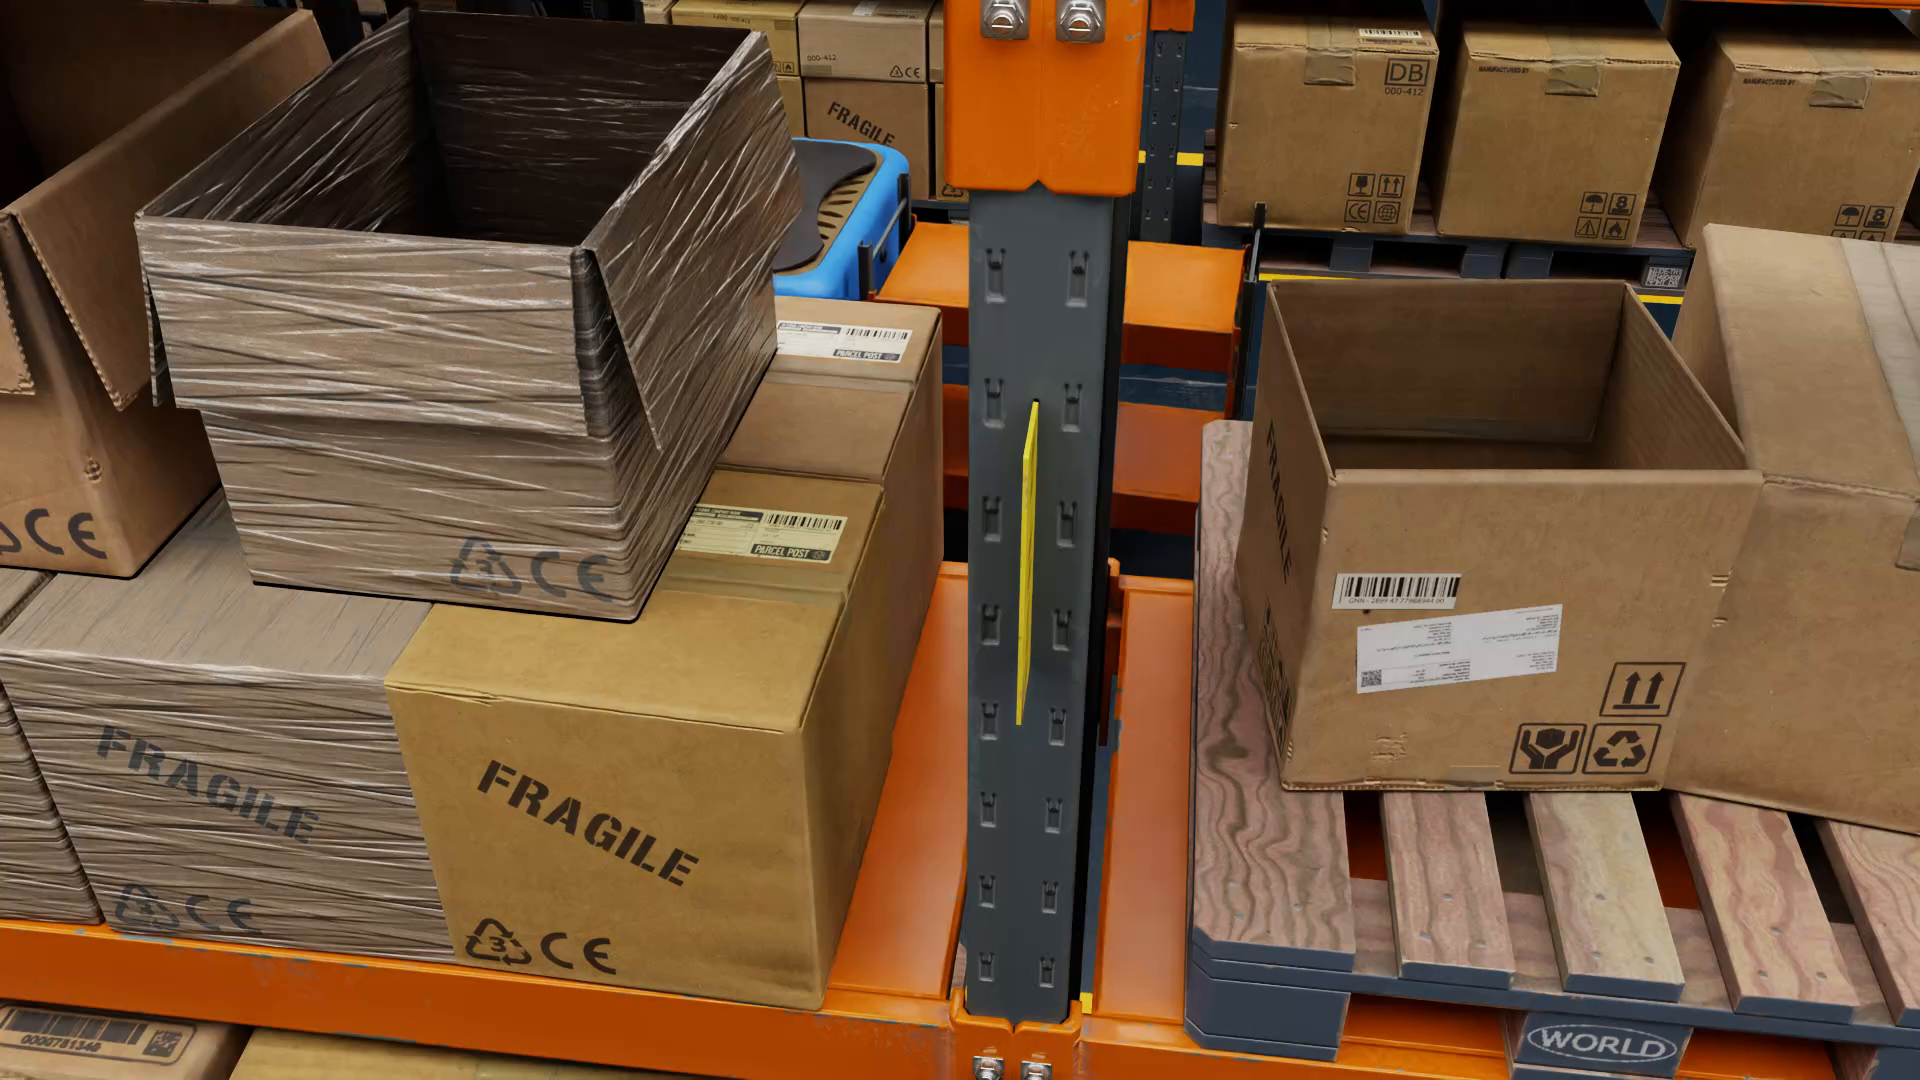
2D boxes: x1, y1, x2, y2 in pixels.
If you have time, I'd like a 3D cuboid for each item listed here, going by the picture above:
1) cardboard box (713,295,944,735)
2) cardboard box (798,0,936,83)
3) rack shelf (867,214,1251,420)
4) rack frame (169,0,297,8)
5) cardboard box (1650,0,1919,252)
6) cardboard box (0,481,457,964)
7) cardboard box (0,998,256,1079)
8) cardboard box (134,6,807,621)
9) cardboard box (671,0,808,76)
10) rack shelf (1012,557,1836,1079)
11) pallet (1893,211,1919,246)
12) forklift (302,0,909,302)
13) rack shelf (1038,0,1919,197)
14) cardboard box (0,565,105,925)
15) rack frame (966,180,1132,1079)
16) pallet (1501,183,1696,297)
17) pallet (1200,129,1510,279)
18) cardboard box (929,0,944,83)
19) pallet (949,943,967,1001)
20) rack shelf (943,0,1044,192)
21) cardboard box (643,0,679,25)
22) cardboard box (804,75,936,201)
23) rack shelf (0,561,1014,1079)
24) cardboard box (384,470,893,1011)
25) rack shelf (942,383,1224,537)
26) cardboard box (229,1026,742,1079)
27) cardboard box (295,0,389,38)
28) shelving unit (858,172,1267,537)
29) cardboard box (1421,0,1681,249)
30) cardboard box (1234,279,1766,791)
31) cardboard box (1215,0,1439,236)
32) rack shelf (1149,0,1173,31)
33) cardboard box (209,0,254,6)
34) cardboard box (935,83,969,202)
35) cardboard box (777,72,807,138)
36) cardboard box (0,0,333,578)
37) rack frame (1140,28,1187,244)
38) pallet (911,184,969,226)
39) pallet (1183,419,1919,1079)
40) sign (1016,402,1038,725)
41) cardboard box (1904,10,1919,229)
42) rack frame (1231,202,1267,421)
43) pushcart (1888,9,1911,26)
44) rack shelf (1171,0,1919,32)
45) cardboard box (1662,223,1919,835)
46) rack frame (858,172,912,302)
[{"bbox_3d":[-0.314,-0.054,2.657,0.500,0.500,0.500,5,36,7],"label":"cardboard box"},{"bbox_3d":[-0.349,-2.060,6.699,0.500,0.250,0.500,5,36,7],"label":"cardboard box"},{"bbox_3d":[0.291,-0.639,4.673,1.000,0.278,0.538,7,36,10],"label":"rack shelf"},{"bbox_3d":[-3.102,-2.967,6.825,0.127,3.000,1.000,4,36,6],"label":"rack frame"},{"bbox_3d":[3.249,-1.698,6.622,0.750,0.750,1.050,4,36,6],"label":"cardboard box"},{"bbox_3d":[-0.882,0.205,2.295,0.500,0.500,0.500,4,36,6],"label":"cardboard box"},{"bbox_3d":[-1.432,0.740,3.098,0.875,0.875,1.225,4,36,6],"label":"cardboard box"},{"bbox_3d":[-0.590,-0.333,2.185,0.637,0.503,0.797,5,36,8],"label":"cardboard box"},{"bbox_3d":[-0.851,-2.107,6.765,0.500,0.250,0.500,5,36,7],"label":"cardboard box"},{"bbox_3d":[2.117,0.620,2.418,4.000,0.370,1.077,4,36,6],"label":"rack shelf"},{"bbox_3d":[4.058,-1.253,6.825,1.213,0.211,1.003,4,36,6],"label":"pallet"},{"bbox_3d":[-1.713,-1.432,4.734,3.031,2.935,1.130,7,36,10],"label":"forklift"},{"bbox_3d":[2.117,-0.600,1.546,4.000,0.370,1.077,4,36,6],"label":"rack shelf"},{"bbox_3d":[-1.397,0.168,2.346,0.500,0.500,0.500,3,36,4],"label":"cardboard box"},{"bbox_3d":[0.133,0.180,2.416,0.127,3.000,1.000,4,36,6],"label":"rack frame"},{"bbox_3d":[2.844,-1.342,6.949,1.213,0.211,1.003,4,36,6],"label":"pallet"},{"bbox_3d":[1.638,-1.434,7.078,1.213,0.211,1.003,4,36,6],"label":"pallet"},{"bbox_3d":[0.153,-2.029,6.656,0.500,0.250,0.500,3,36,5],"label":"cardboard box"},{"bbox_3d":[-0.639,1.213,3.369,1.213,0.211,1.003,4,36,6],"label":"pallet"},{"bbox_3d":[-1.851,-0.896,1.961,4.000,0.370,1.077,4,36,6],"label":"rack shelf"},{"bbox_3d":[-1.369,-2.140,6.811,0.500,0.250,0.500,6,36,8],"label":"cardboard box"},{"bbox_3d":[-0.335,-1.763,6.928,0.500,0.500,0.500,6,36,8],"label":"cardboard box"},{"bbox_3d":[-1.851,0.325,2.832,4.000,0.370,1.077,4,36,6],"label":"rack shelf"},{"bbox_3d":[-0.388,0.245,2.238,0.500,0.500,0.500,5,36,7],"label":"cardboard box"},{"bbox_3d":[0.291,-0.202,4.985,1.000,0.278,0.538,7,36,10],"label":"rack shelf"},{"bbox_3d":[-0.549,0.811,3.000,0.875,0.875,1.225,3,36,4],"label":"cardboard box"},{"bbox_3d":[-2.403,-2.219,6.921,0.500,0.250,0.500,3,36,4],"label":"cardboard box"},{"bbox_3d":[0.291,-0.401,4.843,1.048,1.125,0.538,7,36,10],"label":"shelving unit"},{"bbox_3d":[2.325,-1.766,6.718,0.750,0.750,1.050,5,36,7],"label":"cardboard box"},{"bbox_3d":[0.674,-0.015,2.241,0.500,0.500,0.500,0,36,0],"label":"cardboard box"},{"bbox_3d":[1.458,-1.829,6.806,0.750,0.750,1.050,4,36,5],"label":"cardboard box"},{"bbox_3d":[-1.119,-2.526,6.826,4.000,0.370,1.077,4,36,6],"label":"rack shelf"},{"bbox_3d":[-3.418,-2.364,7.561,0.250,0.149,0.380,6,36,8],"label":"cardboard box"},{"bbox_3d":[0.179,-1.722,6.871,0.500,0.500,0.500,4,36,6],"label":"cardboard box"},{"bbox_3d":[-0.862,-1.793,6.970,0.500,0.500,0.500,3,36,4],"label":"cardboard box"},{"bbox_3d":[-1.236,-0.383,2.254,0.637,0.503,0.797,5,36,7],"label":"cardboard box"},{"bbox_3d":[0.865,-2.671,6.410,0.127,3.000,1.000,4,36,6],"label":"rack frame"},{"bbox_3d":[0.090,-1.594,7.302,1.213,0.211,1.003,4,36,6],"label":"pallet"},{"bbox_3d":[0.854,0.249,2.484,1.003,0.211,1.213,4,36,6],"label":"pallet"},{"bbox_3d":[0.066,0.028,1.631,0.005,0.325,0.100,4,36,6],"label":"sign"},{"bbox_3d":[4.205,-1.624,6.519,0.750,0.750,1.050,4,36,6],"label":"cardboard box"},{"bbox_3d":[0.789,-0.341,4.759,0.032,1.125,0.500,7,36,10],"label":"rack frame"},{"bbox_3d":[5.122,-2.850,8.918,0.936,0.377,1.648,-7,36,-10],"label":"pushcart"},{"bbox_3d":[2.849,-2.230,6.412,4.000,0.370,1.077,4,36,6],"label":"rack shelf"},{"bbox_3d":[1.240,-0.031,2.264,0.500,0.500,0.700,9,37,13],"label":"cardboard box"},{"bbox_3d":[-0.206,-0.461,4.927,0.032,1.125,0.500,7,36,10],"label":"rack frame"}]
